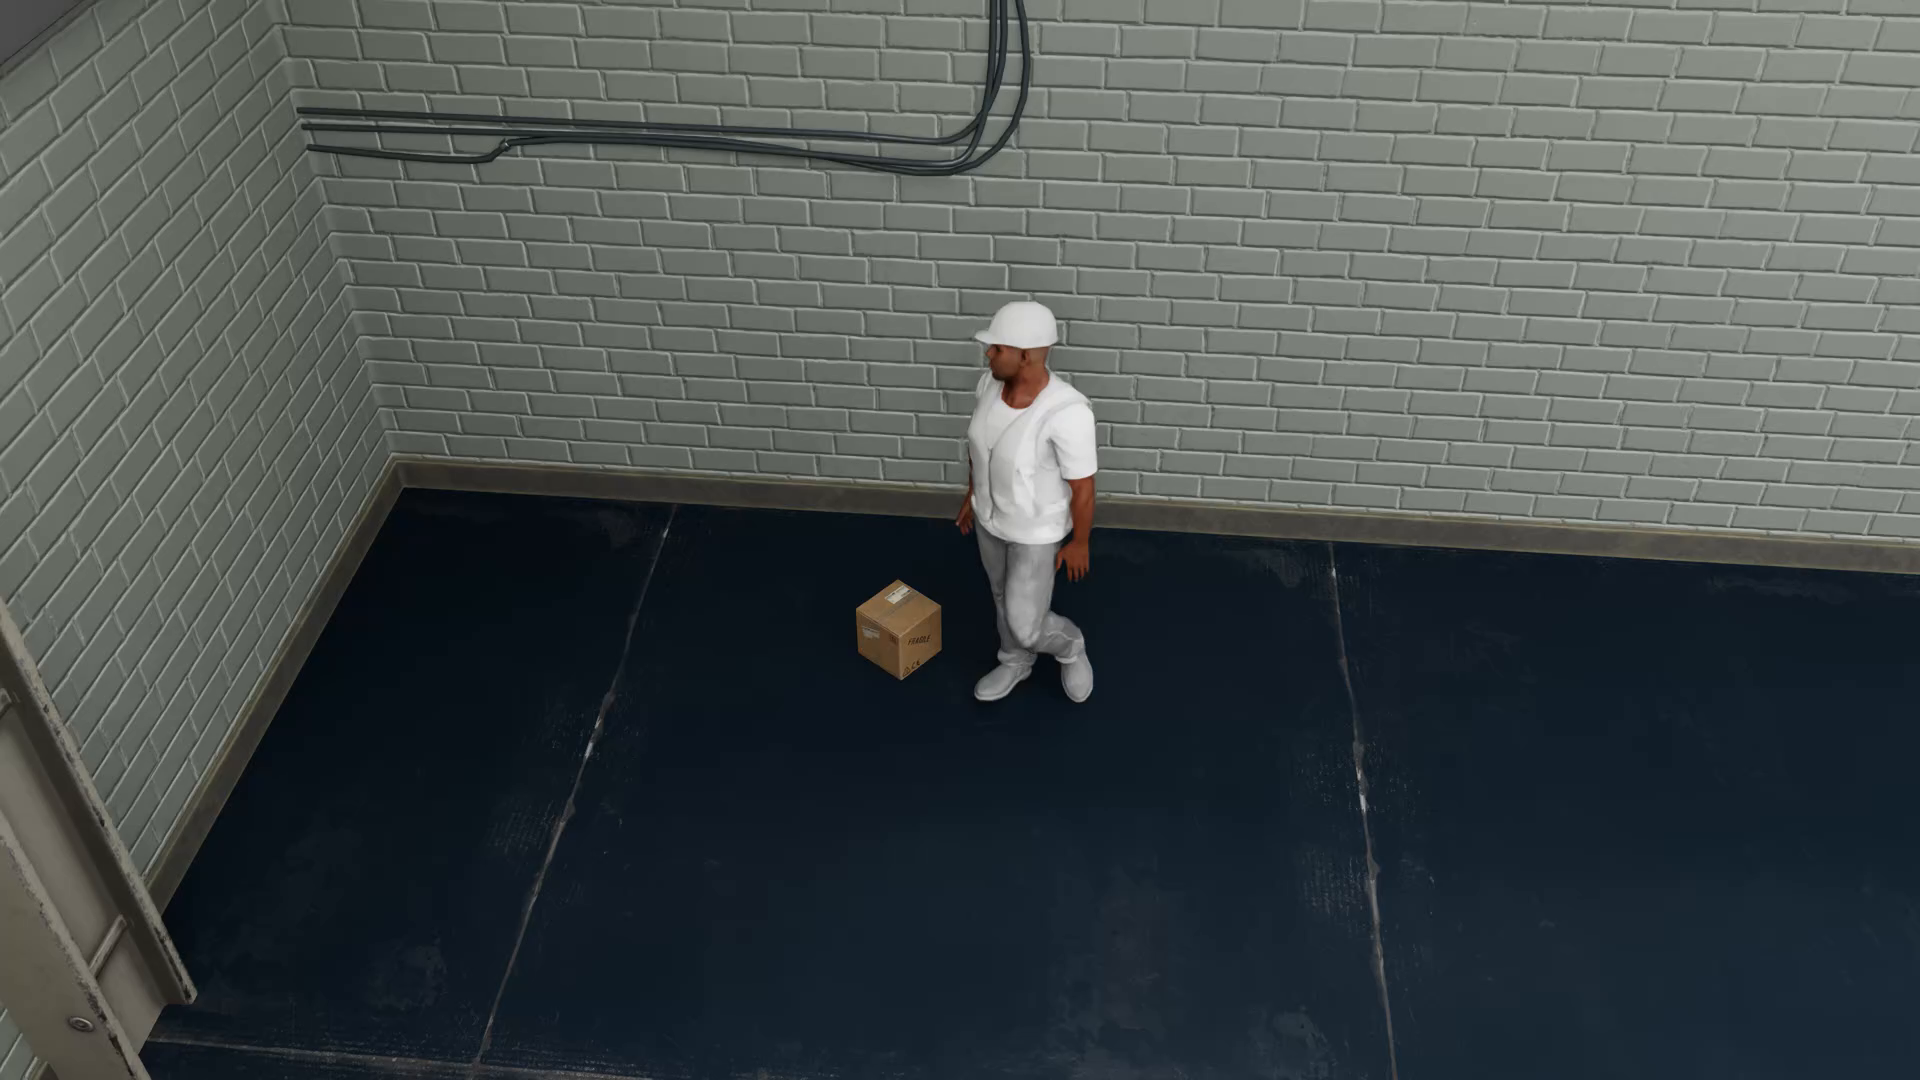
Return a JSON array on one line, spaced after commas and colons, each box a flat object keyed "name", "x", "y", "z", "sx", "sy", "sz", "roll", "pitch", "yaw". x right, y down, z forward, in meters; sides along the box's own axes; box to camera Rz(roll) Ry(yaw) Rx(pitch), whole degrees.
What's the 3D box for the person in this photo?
[{"name": "person", "x": 0.260, "y": -0.091, "z": 6.228, "sx": 0.465, "sy": 1.760, "sz": 0.595, "roll": -27, "pitch": 47, "yaw": -29}]
